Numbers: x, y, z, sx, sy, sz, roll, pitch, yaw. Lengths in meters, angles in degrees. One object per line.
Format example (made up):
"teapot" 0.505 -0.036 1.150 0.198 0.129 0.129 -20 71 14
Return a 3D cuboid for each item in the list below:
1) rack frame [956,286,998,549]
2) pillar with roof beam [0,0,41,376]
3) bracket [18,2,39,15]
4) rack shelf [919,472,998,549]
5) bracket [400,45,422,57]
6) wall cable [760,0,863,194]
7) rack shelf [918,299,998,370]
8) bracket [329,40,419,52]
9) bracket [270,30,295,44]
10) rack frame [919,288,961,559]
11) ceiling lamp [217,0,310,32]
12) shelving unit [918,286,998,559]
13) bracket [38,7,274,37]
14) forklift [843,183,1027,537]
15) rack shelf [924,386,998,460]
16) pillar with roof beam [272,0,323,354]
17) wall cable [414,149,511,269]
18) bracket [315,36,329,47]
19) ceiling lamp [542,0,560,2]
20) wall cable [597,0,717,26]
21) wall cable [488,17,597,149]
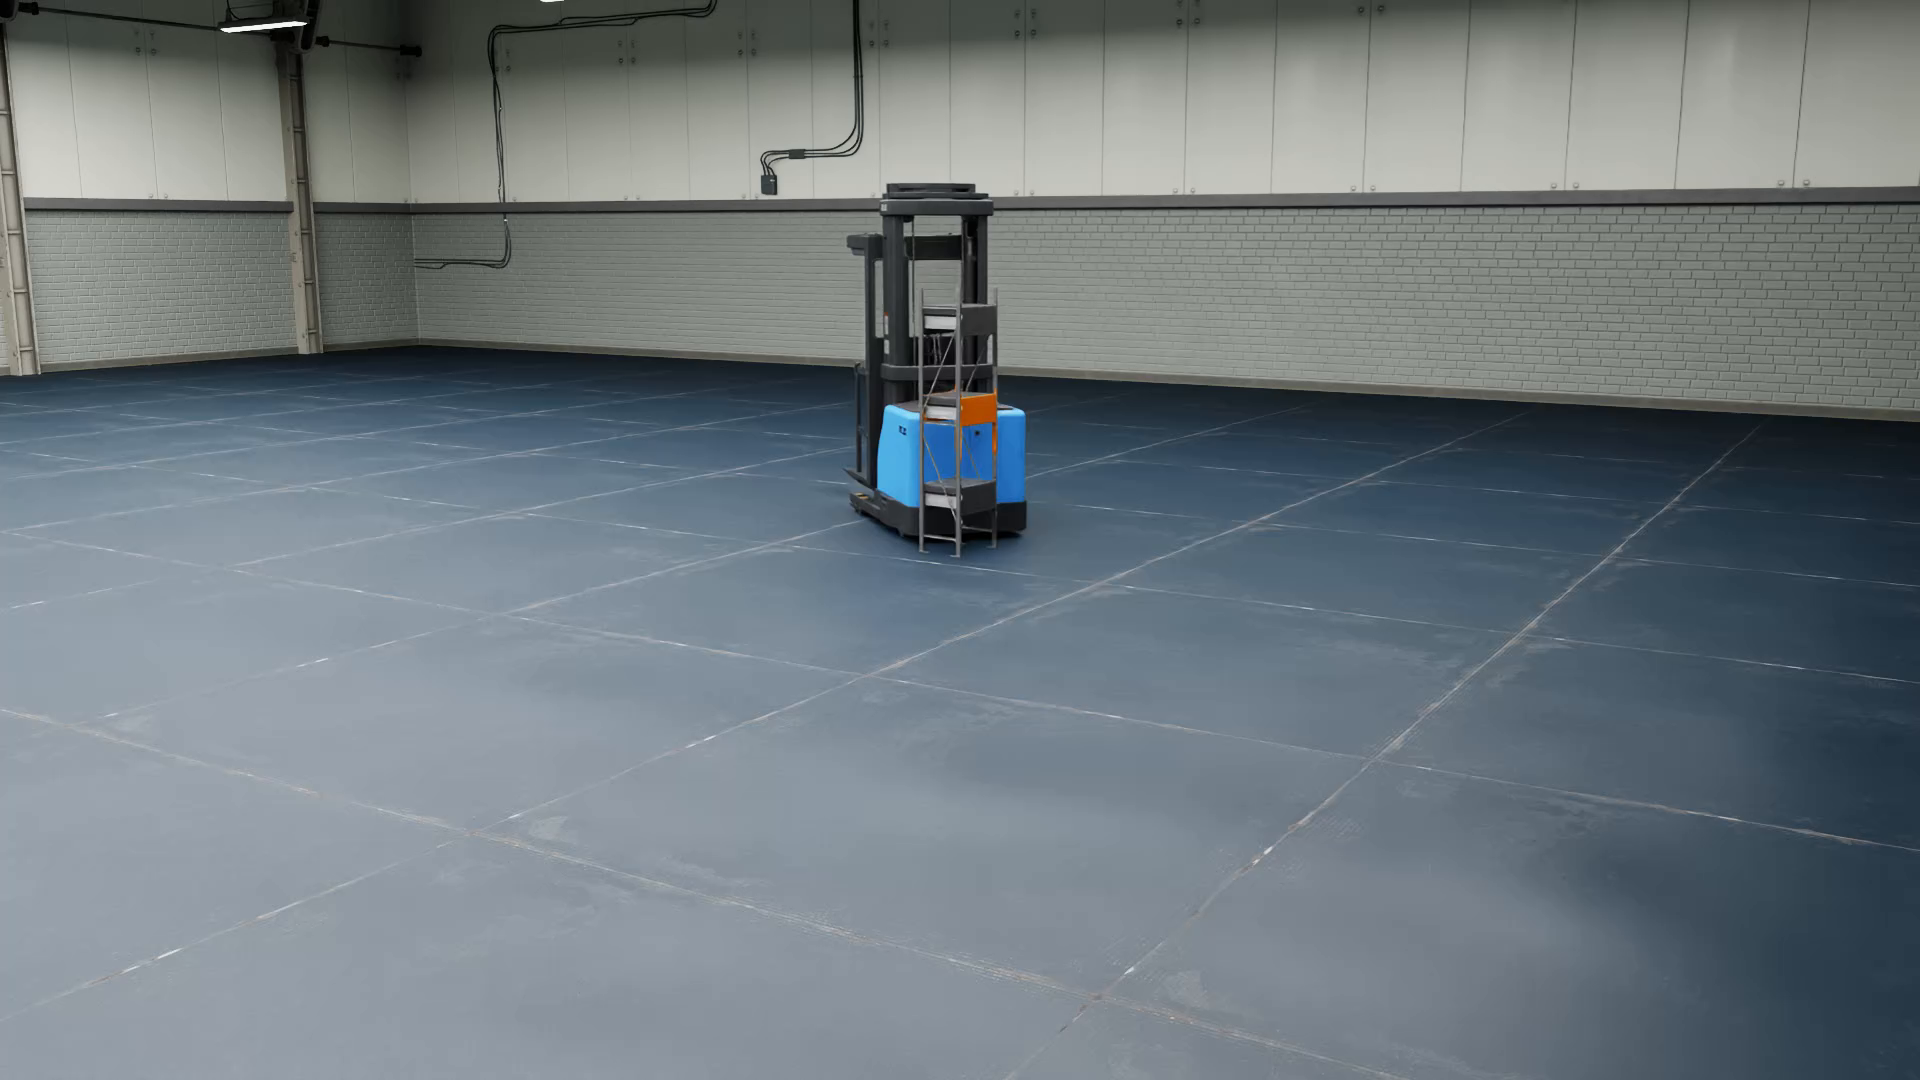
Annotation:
"rack frame" 0.133 -0.981 13.404 0.400 2.100 0.015 8 13 36
"pillar with roof beam" -12.972 -6.962 26.604 9.100 9.000 0.548 6 12 31
"bracket" -16.132 -9.174 28.637 0.235 0.232 0.430 6 12 31
"rack shelf" -0.013 -0.244 13.343 0.431 0.518 0.480 8 13 36
"bracket" -11.787 -10.491 35.668 0.235 0.232 0.430 6 12 31
"wall cable" -2.771 -9.416 30.470 2.305 6.003 0.169 6 12 31
"rack shelf" -0.013 -1.620 13.085 0.431 0.518 0.480 8 13 36
"bracket" -12.093 -10.398 35.172 0.076 0.066 3.189 6 12 31
"bracket" -13.448 -9.987 32.980 0.235 0.232 0.430 6 12 31
"rack frame" -0.158 -0.909 13.019 0.400 2.100 0.015 8 13 36
"ceiling lamp" -11.483 -10.125 27.634 2.000 3.185 0.800 6 12 31
"shelving unit" -0.013 -0.945 13.212 0.431 2.100 0.503 8 13 36
"bracket" -14.786 -9.582 30.816 0.076 0.066 4.783 6 12 31
"forklift" -0.374 -1.692 14.940 1.130 2.935 3.031 -3 11 -17
"rack shelf" -0.013 -0.932 13.214 0.431 0.518 0.480 8 13 36
"pillar with roof beam" -9.857 -7.906 31.644 9.100 9.000 0.548 6 12 31
"wall cable" -10.876 -7.128 35.927 3.097 2.526 0.112 6 12 31
"bracket" -13.017 -10.118 33.677 0.235 0.232 0.430 6 12 31
"ceiling lamp" -5.167 -9.419 23.863 2.000 3.185 0.800 6 12 31
"wall cable" -5.919 -11.292 32.084 3.097 2.526 0.112 6 12 31
"wall cable" -8.564 -9.352 34.082 3.097 2.526 0.112 6 12 31
